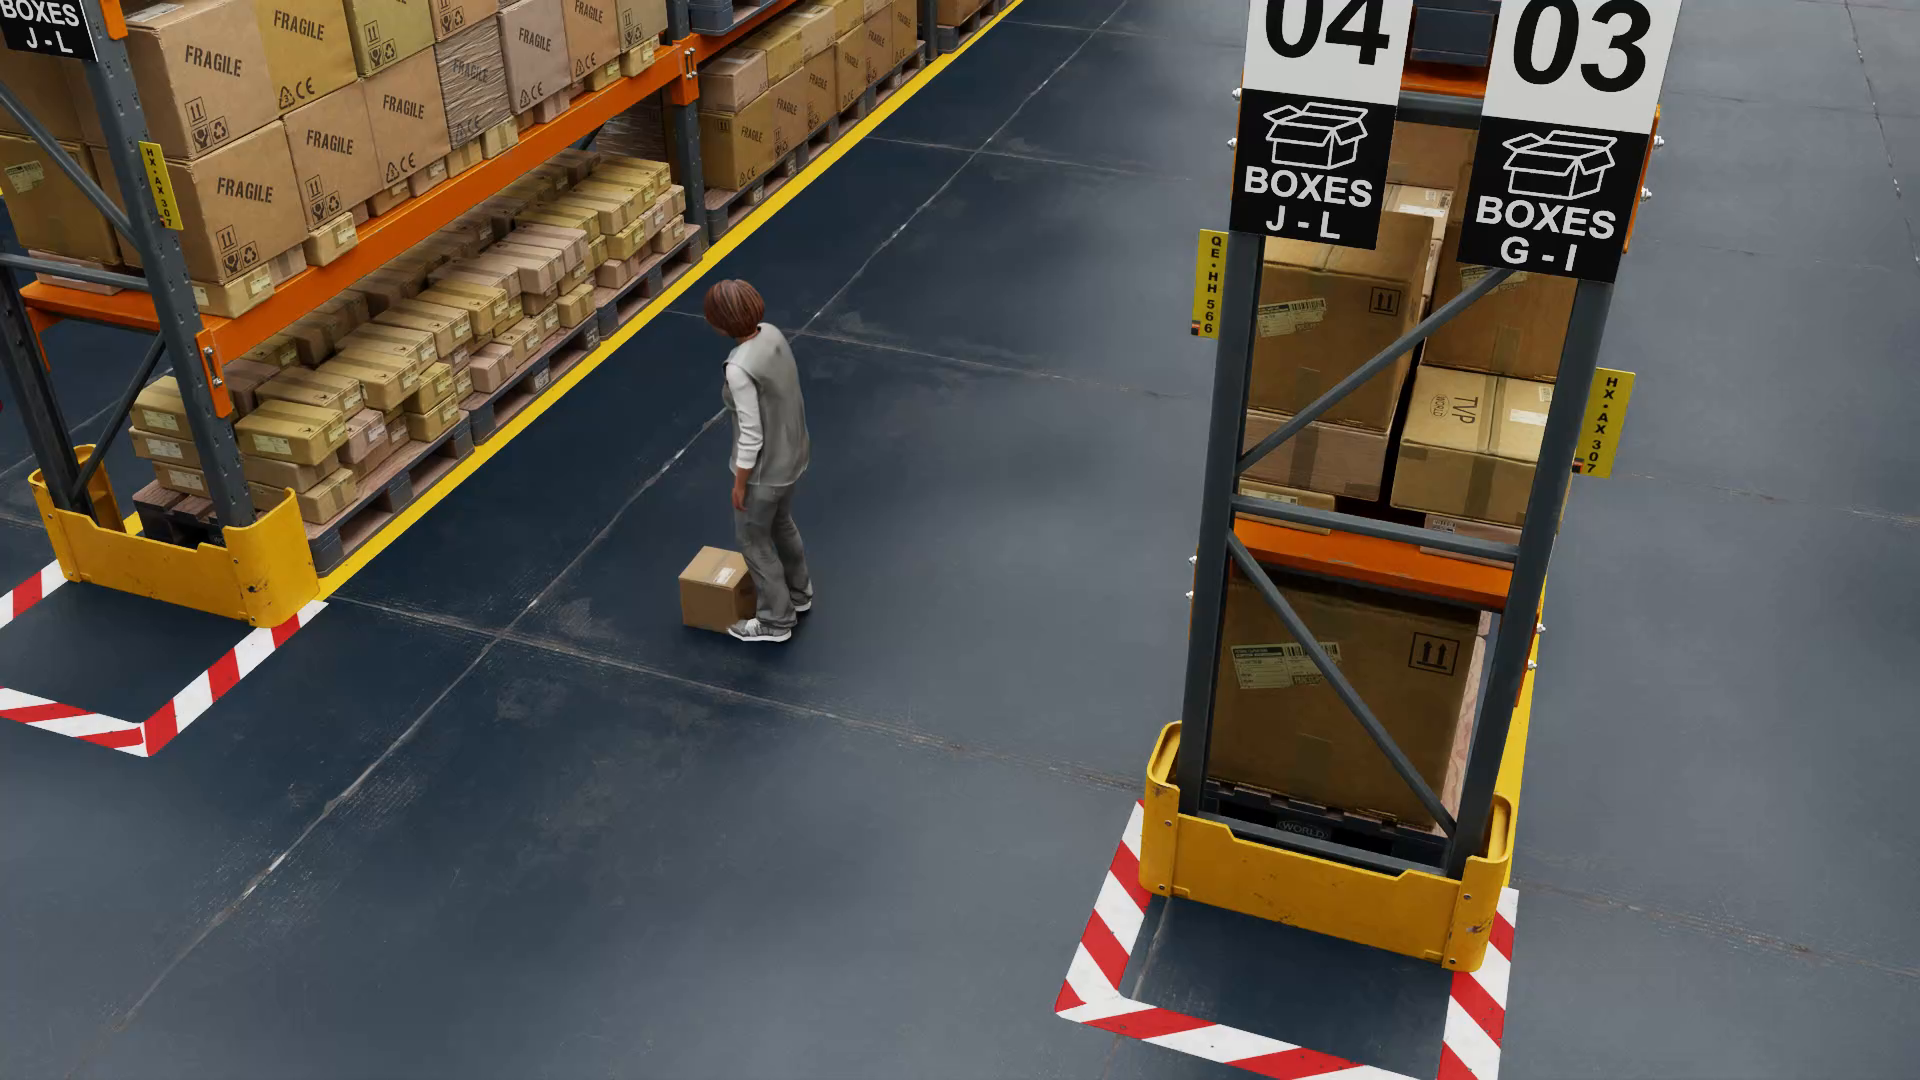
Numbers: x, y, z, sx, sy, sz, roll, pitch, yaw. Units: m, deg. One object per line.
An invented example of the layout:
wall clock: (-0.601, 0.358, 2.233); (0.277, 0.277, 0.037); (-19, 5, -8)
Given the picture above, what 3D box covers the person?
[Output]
person: (-0.786, -0.203, 6.672); (0.328, 1.352, 0.480); (9, 35, 13)
